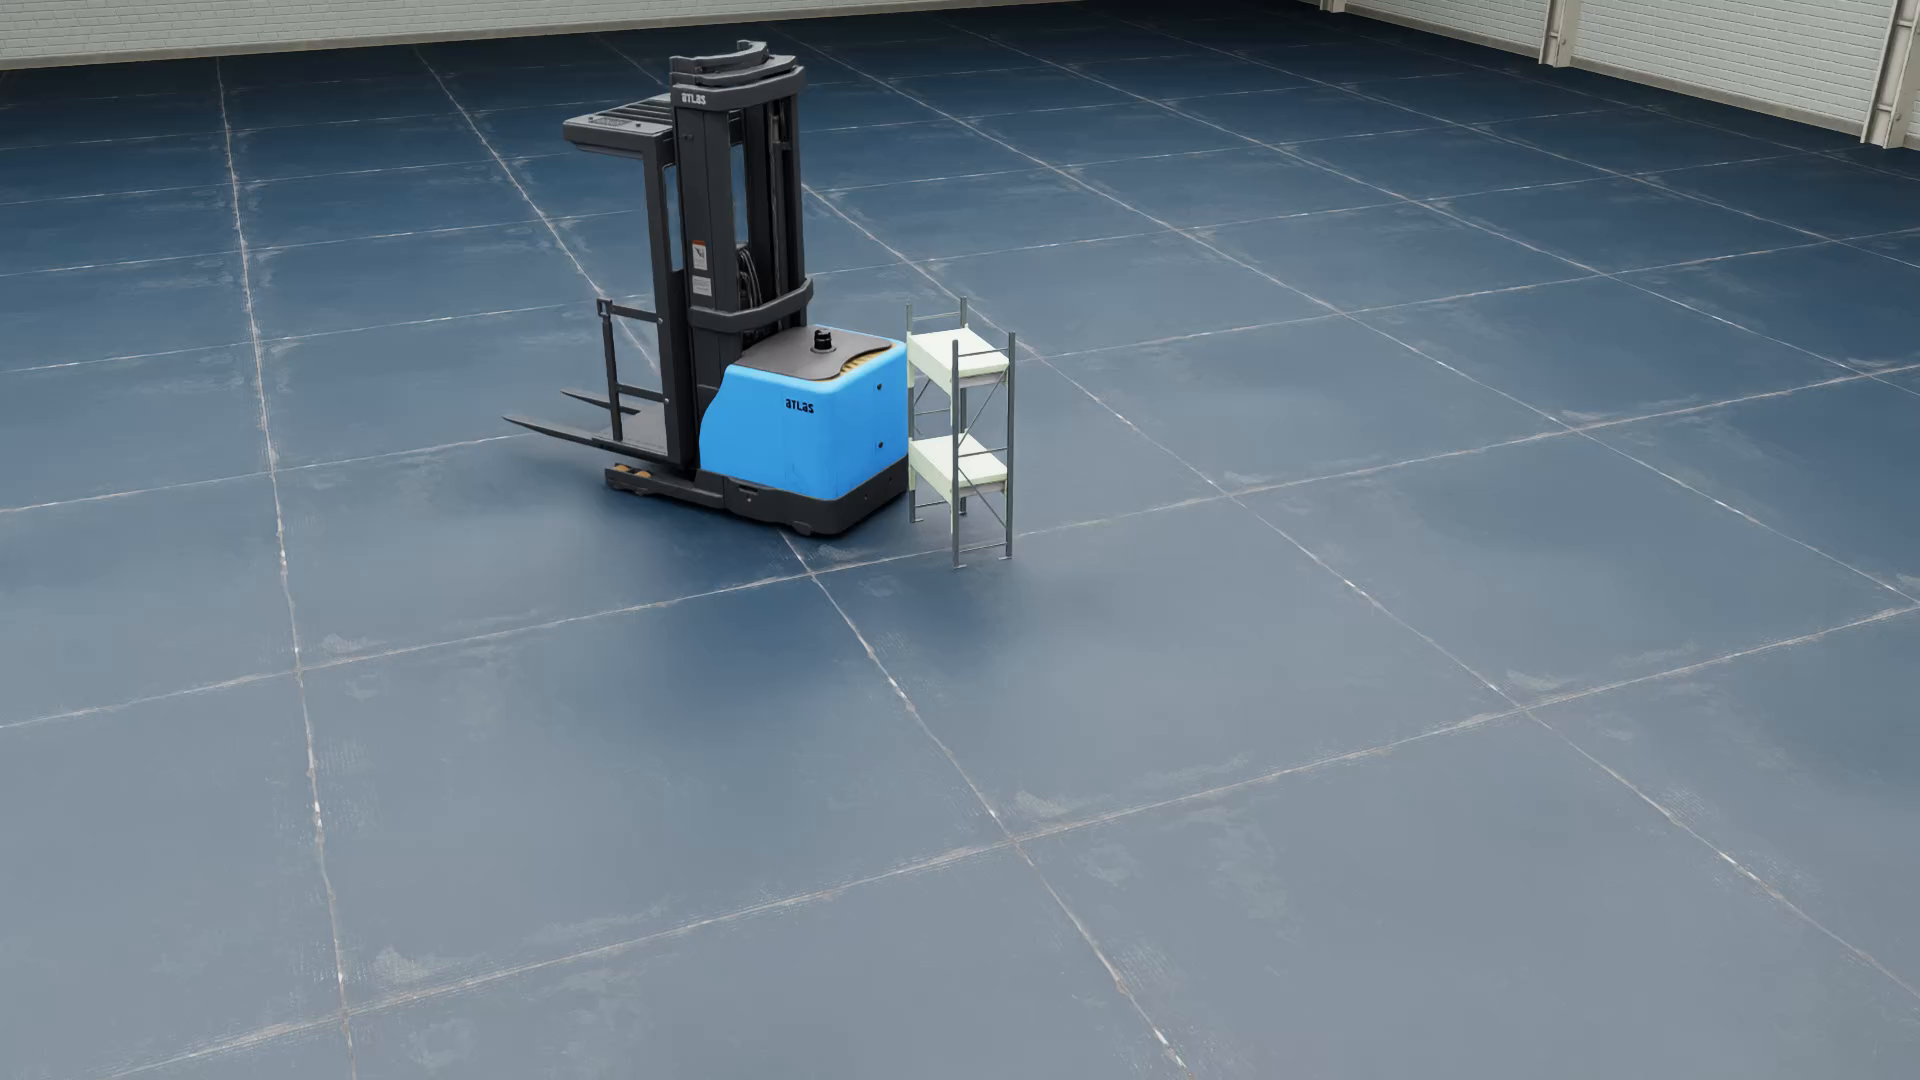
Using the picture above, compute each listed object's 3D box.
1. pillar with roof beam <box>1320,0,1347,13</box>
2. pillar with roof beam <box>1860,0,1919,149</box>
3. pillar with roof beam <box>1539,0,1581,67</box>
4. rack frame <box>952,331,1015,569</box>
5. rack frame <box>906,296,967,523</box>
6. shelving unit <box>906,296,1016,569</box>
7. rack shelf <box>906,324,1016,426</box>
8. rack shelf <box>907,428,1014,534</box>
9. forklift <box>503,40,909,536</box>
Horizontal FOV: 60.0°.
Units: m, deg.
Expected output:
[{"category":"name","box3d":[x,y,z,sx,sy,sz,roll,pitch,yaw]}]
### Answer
[{"category":"pillar with roof beam","box3d":[2.963,-13.139,27.404,9.100,9.000,0.400,-11,28,-21]},{"category":"pillar with roof beam","box3d":[7.662,-8.295,17.482,9.100,9.000,0.400,-11,28,-21]},{"category":"pillar with roof beam","box3d":[5.313,-10.717,22.443,9.100,9.000,0.400,-11,28,-21]},{"category":"rack frame","box3d":[0.141,-0.529,10.124,0.400,1.500,0.023,-11,28,-21]},{"category":"rack frame","box3d":[-0.146,-0.824,10.729,0.400,1.500,0.023,-11,28,-21]},{"category":"shelving unit","box3d":[-0.003,-0.677,10.426,0.431,1.500,0.755,-11,28,-21]},{"category":"rack shelf","box3d":[-0.003,-1.027,10.255,0.431,0.370,0.720,-11,28,-21]},{"category":"rack shelf","box3d":[-0.003,-0.384,10.569,0.431,0.370,0.720,-11,28,-21]},{"category":"forklift","box3d":[-1.849,-1.803,11.103,3.031,2.935,1.130,14,29,27]}]
